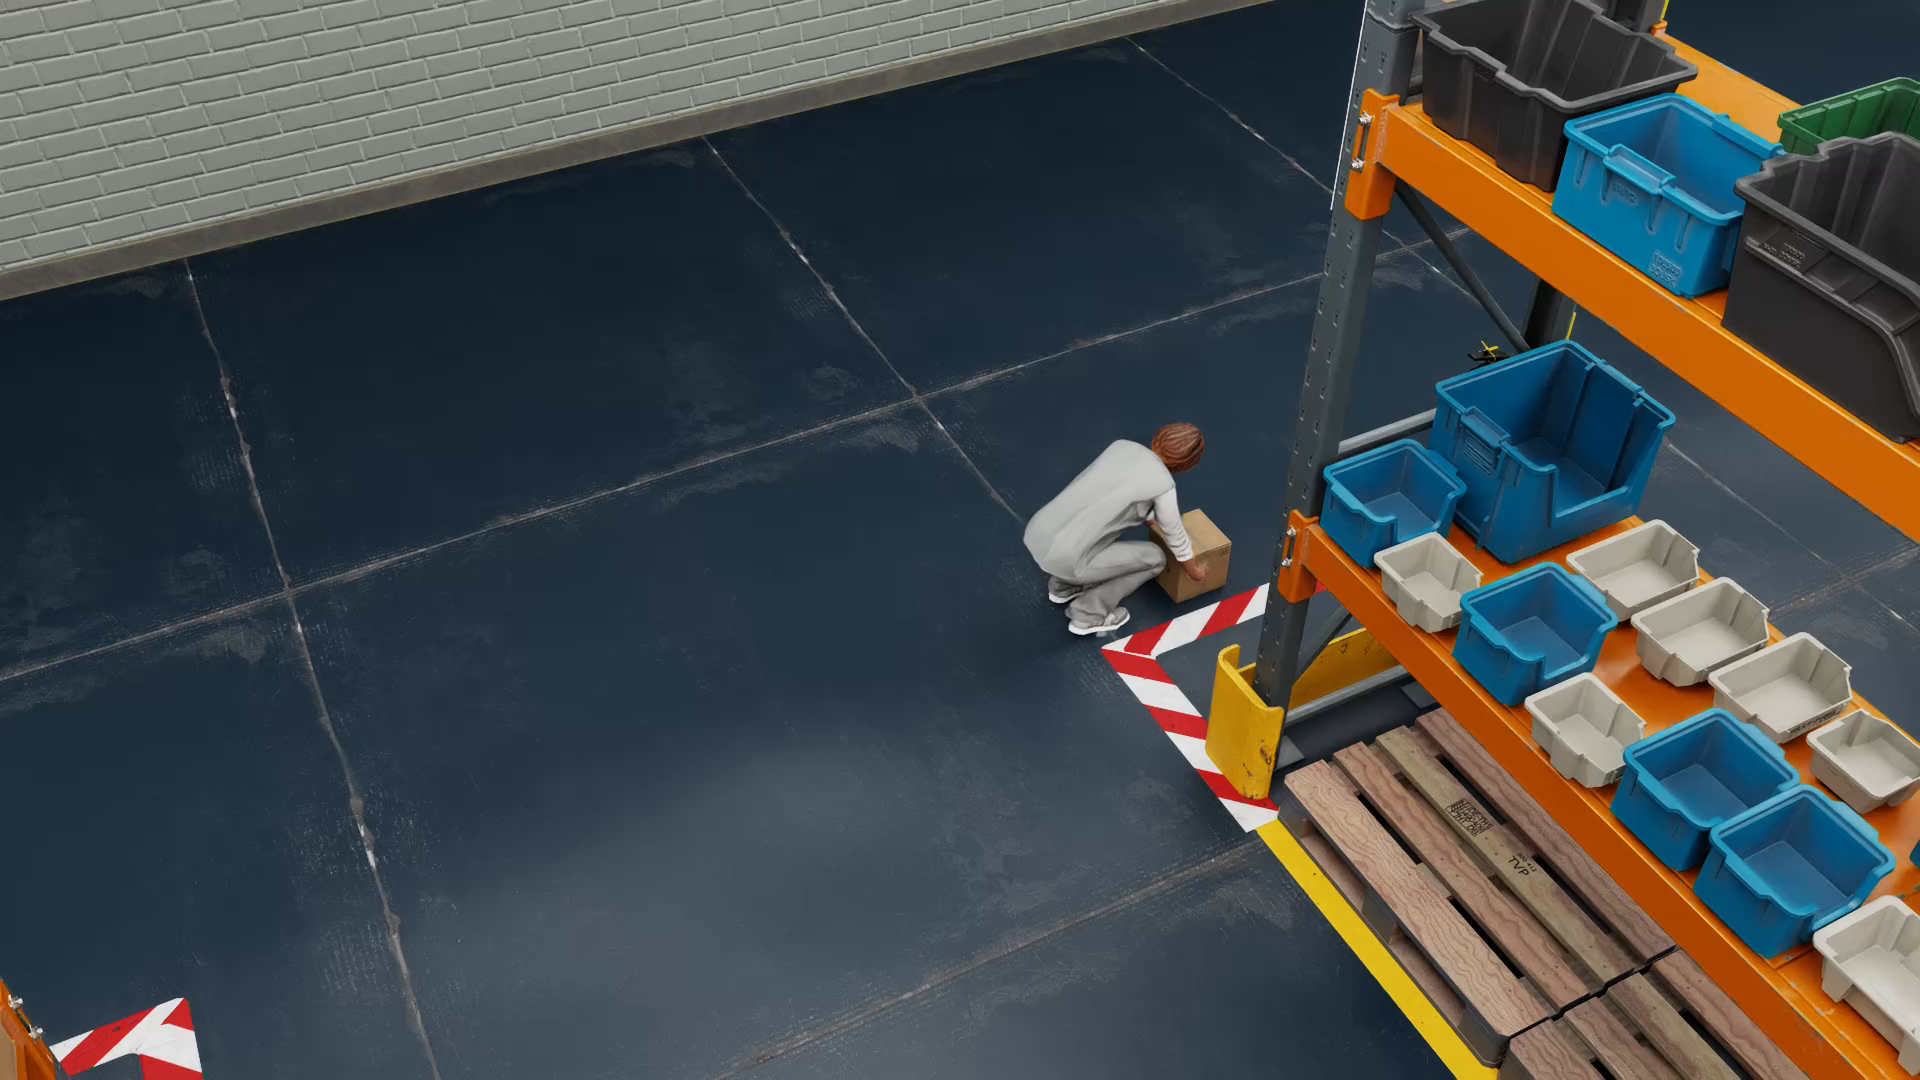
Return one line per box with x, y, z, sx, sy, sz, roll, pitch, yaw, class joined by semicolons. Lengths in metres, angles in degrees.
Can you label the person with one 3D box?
0.659;-0.050;6.821;0.782;0.802;0.432;-16;44;-17;person
